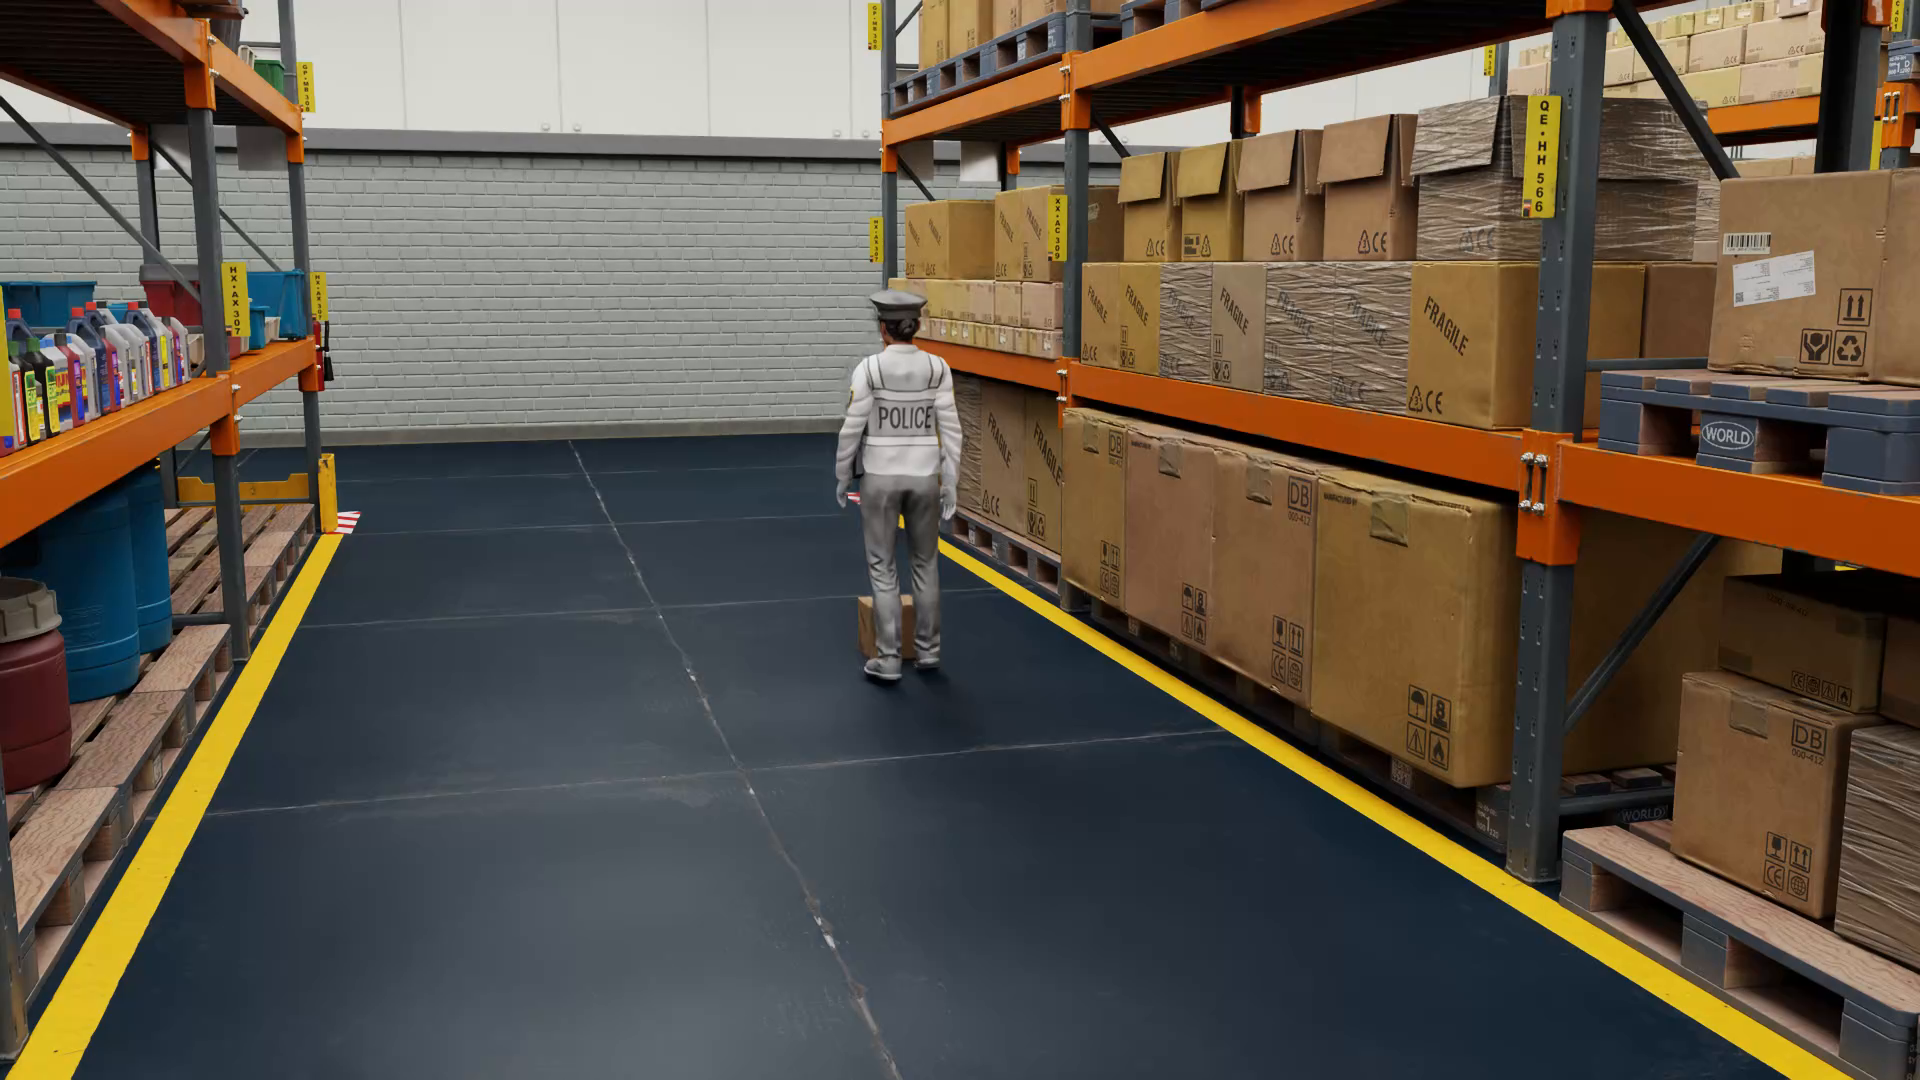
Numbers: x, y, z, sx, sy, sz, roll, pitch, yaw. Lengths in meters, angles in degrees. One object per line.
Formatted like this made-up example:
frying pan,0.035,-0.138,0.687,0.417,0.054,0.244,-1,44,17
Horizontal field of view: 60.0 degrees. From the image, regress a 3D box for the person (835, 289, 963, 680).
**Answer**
person,-0.288,-0.220,7.207,0.526,1.716,0.457,-3,10,-19
